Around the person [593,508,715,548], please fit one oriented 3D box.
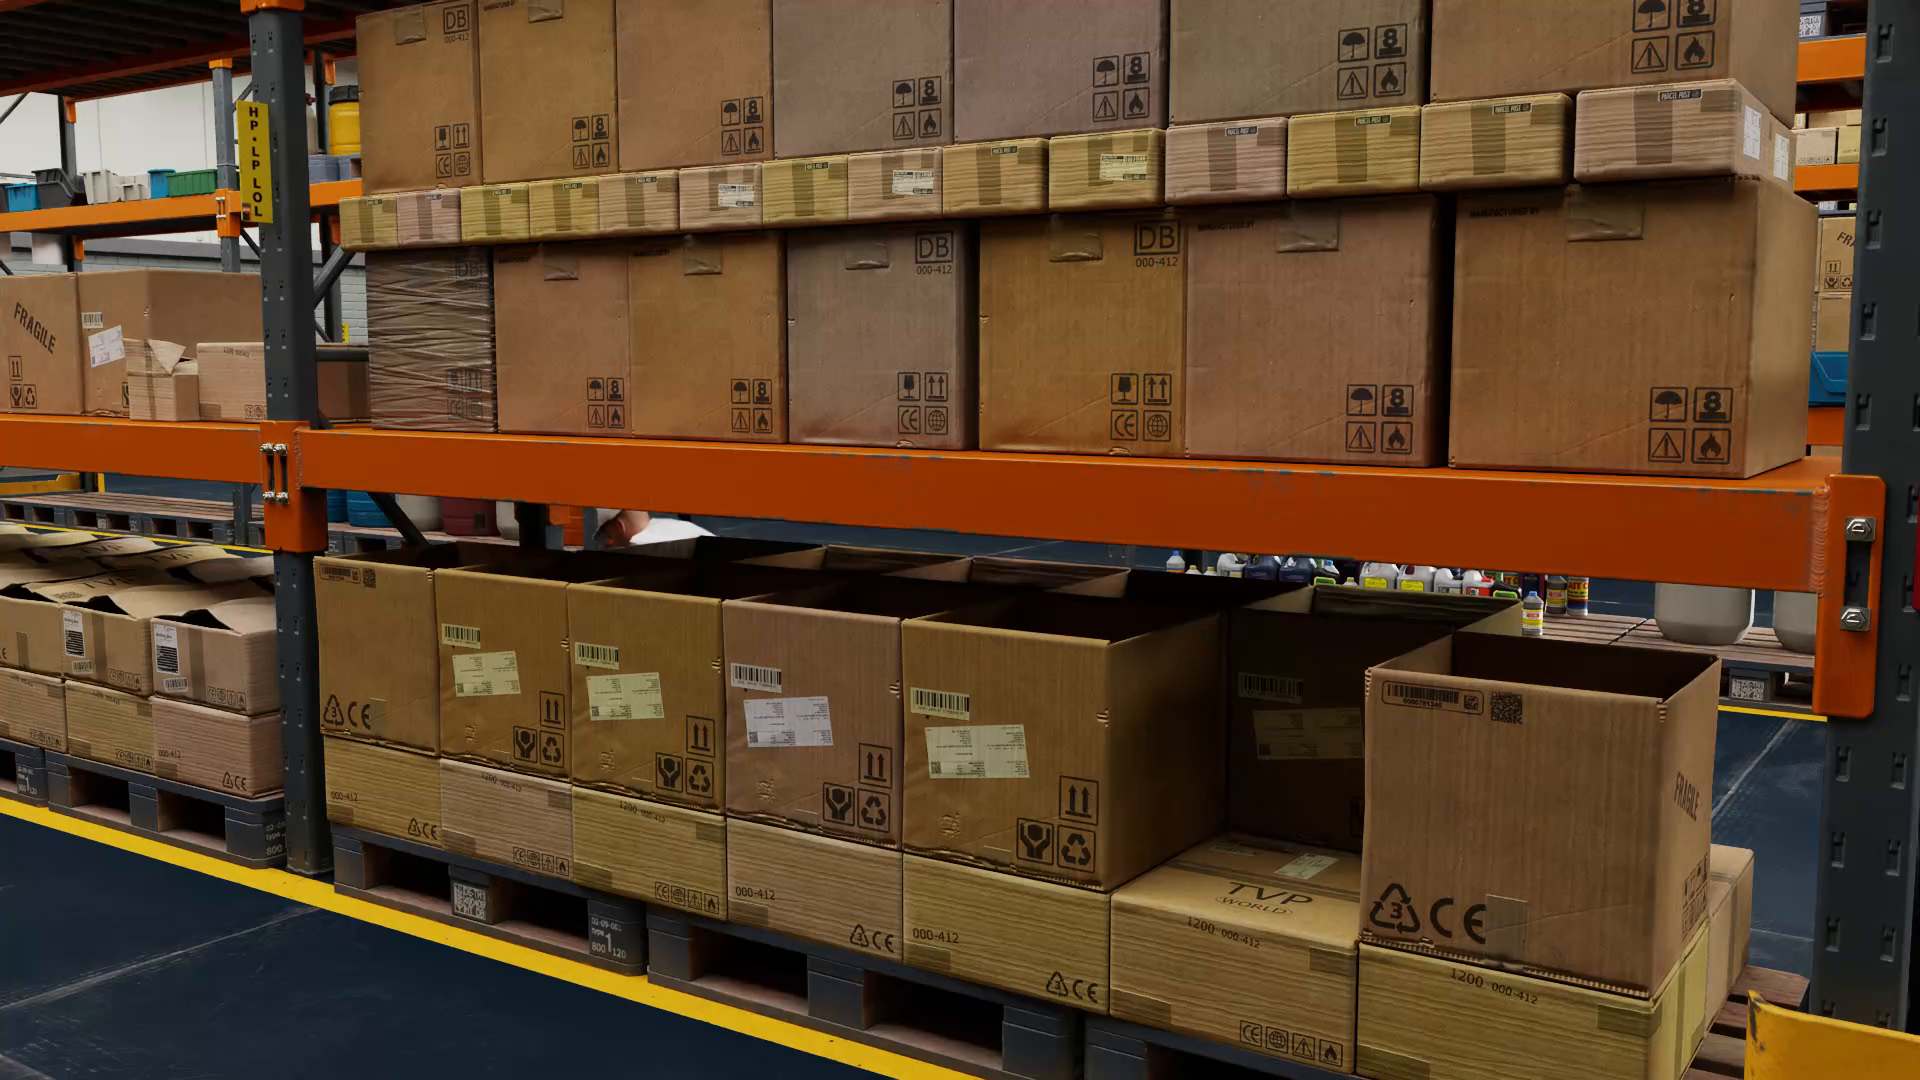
[{"bbox_3d":[-1.119,0.291,6.646,0.864,0.994,0.565,4,7,33],"label":"person"}]
